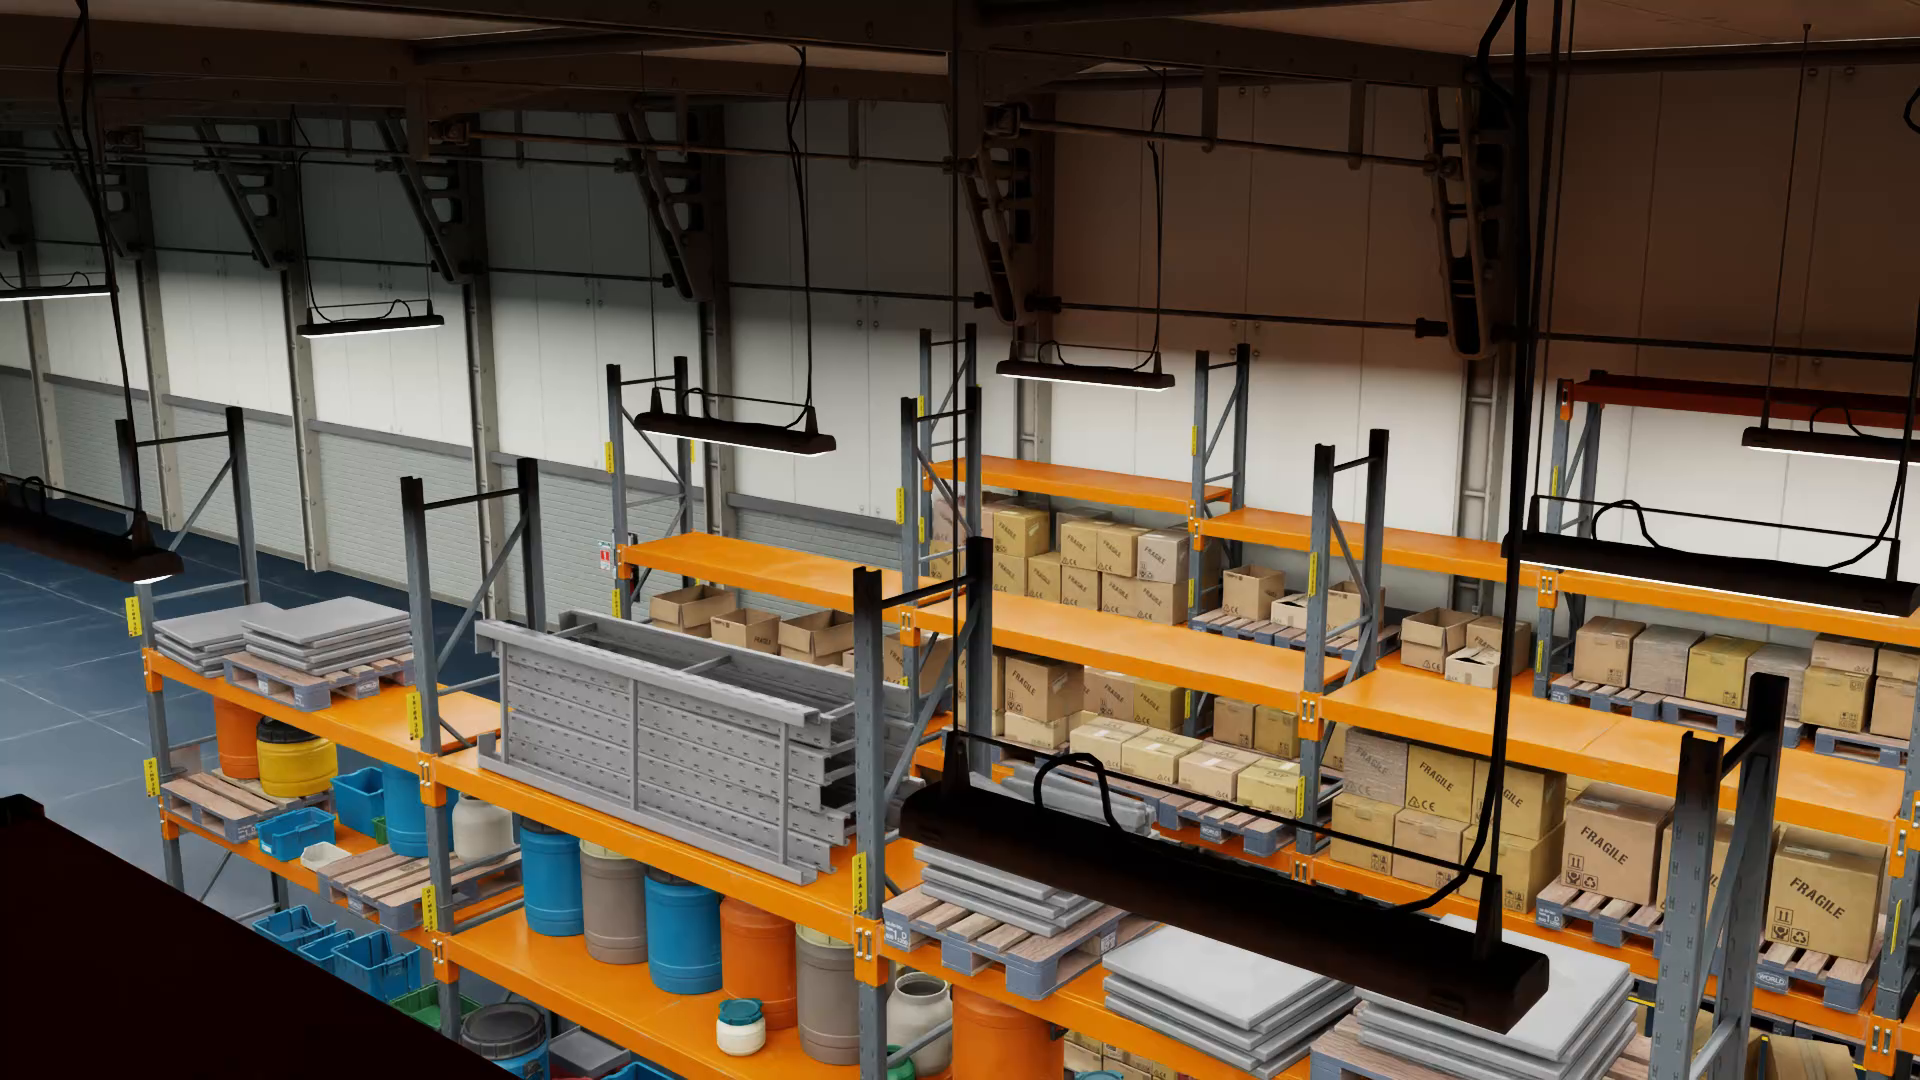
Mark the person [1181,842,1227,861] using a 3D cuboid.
[{"bbox_3d":[2.724,3.242,18.073,1.074,1.662,0.582,10,16,39],"label":"person"}]
